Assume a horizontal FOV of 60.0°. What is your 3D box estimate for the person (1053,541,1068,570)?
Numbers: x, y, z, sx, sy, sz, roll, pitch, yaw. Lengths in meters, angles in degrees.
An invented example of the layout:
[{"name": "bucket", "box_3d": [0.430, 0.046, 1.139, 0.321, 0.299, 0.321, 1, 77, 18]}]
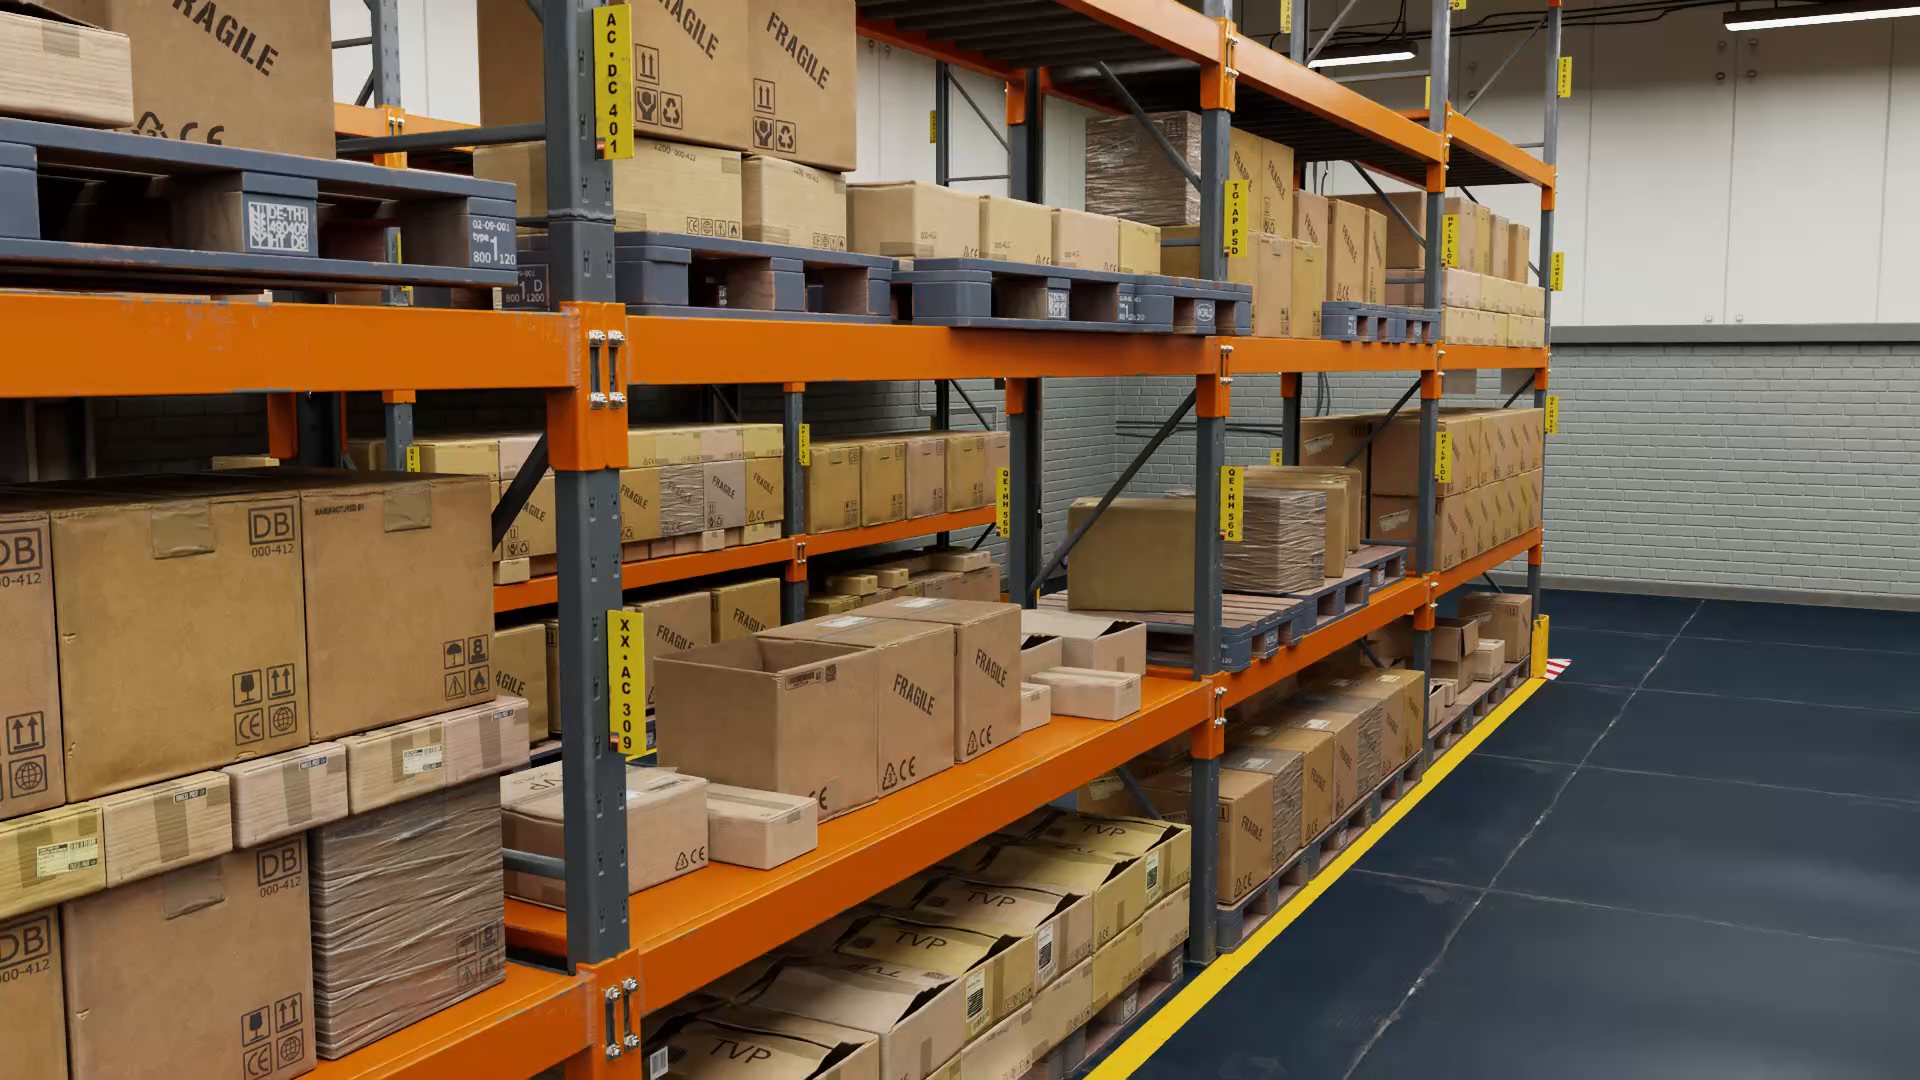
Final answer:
[{"name": "person", "box_3d": [1.430, 0.234, 18.711, 0.762, 0.925, 0.446, 0, 6, 0]}]
